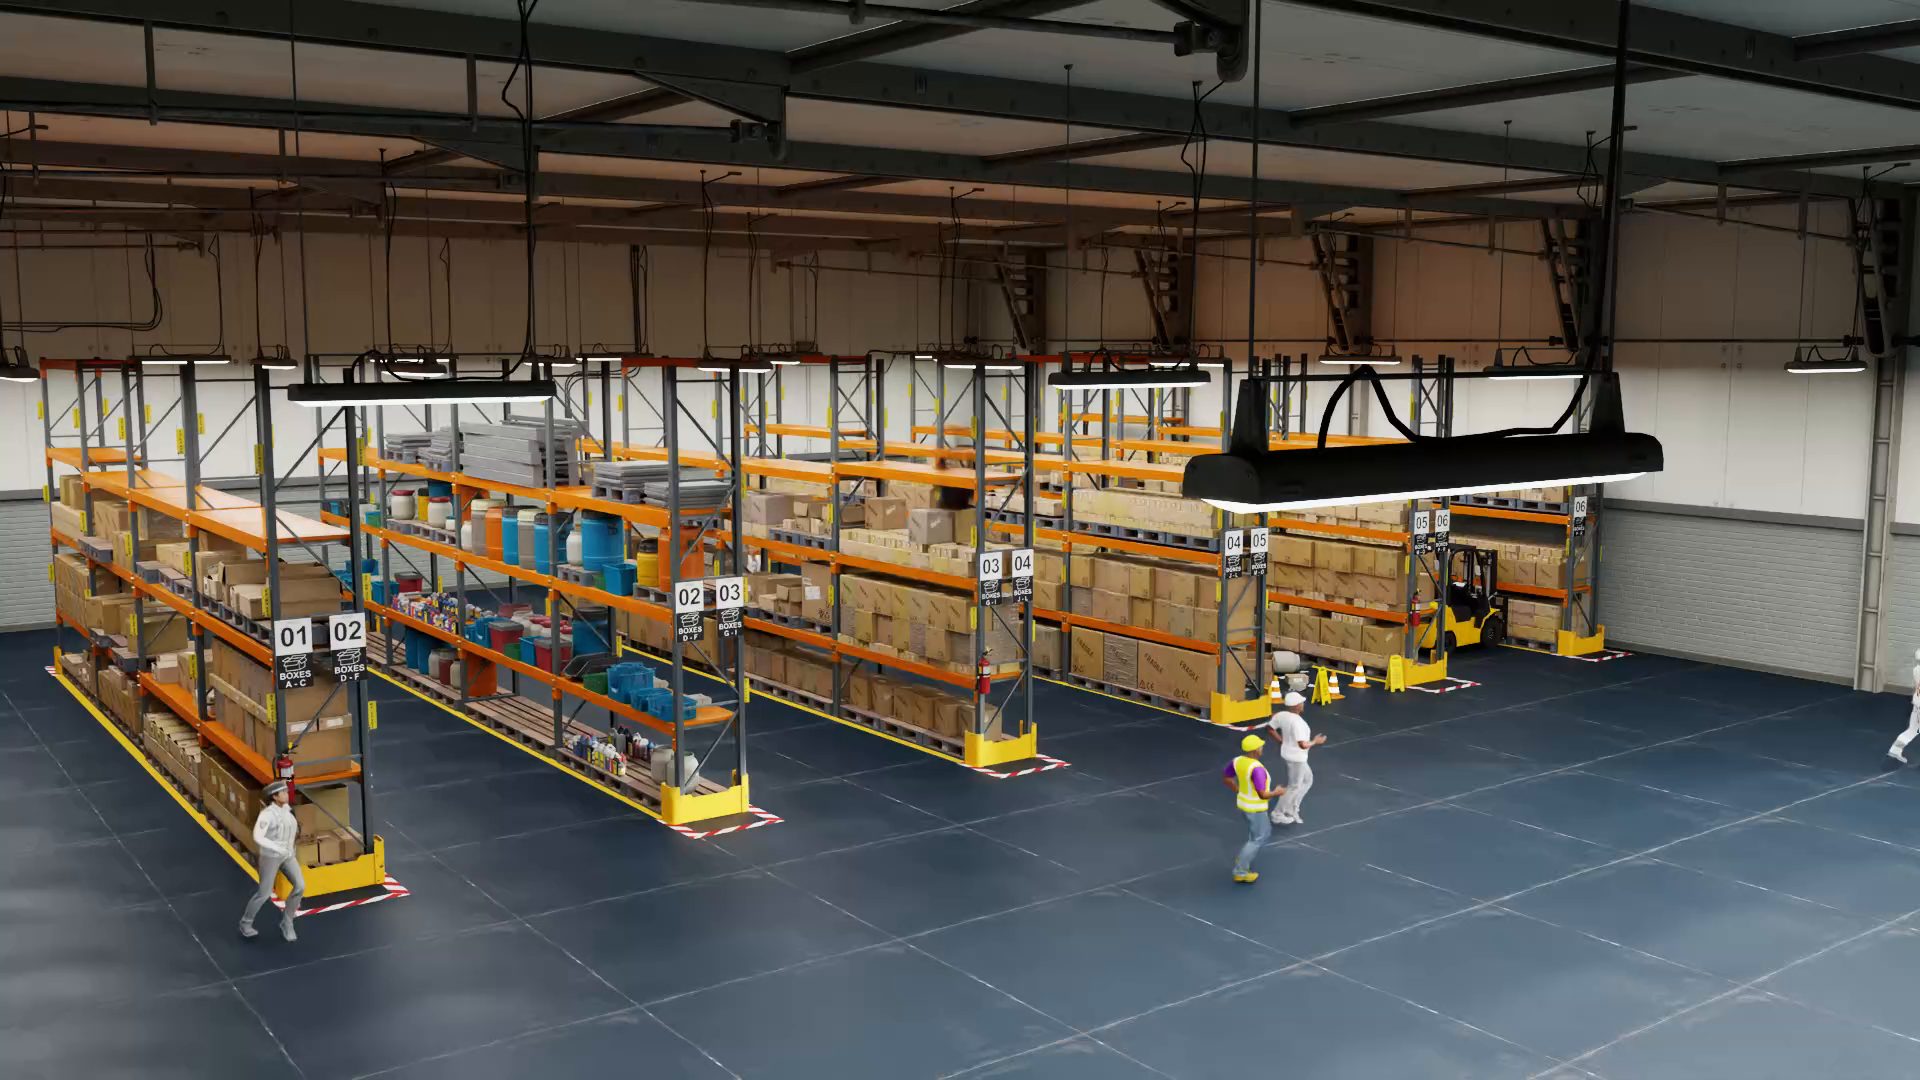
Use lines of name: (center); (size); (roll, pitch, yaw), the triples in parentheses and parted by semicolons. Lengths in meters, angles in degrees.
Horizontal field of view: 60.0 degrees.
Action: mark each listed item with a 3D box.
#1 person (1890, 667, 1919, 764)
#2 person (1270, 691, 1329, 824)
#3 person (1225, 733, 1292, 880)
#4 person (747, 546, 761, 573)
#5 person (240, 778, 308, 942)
person: (14.280, 2.477, 24.479); (0.983, 1.785, 0.658); (0, 7, 3)
person: (4.433, 2.861, 21.701); (0.710, 1.815, 0.676); (-1, 7, -7)
person: (3.513, 3.133, 19.476); (0.661, 1.783, 0.676); (-2, 7, -15)
person: (-4.635, 0.984, 37.349); (0.719, 1.744, 0.897); (-4, 8, -31)
person: (-7.238, 3.389, 17.738); (0.741, 1.710, 0.679); (2, 7, 18)
